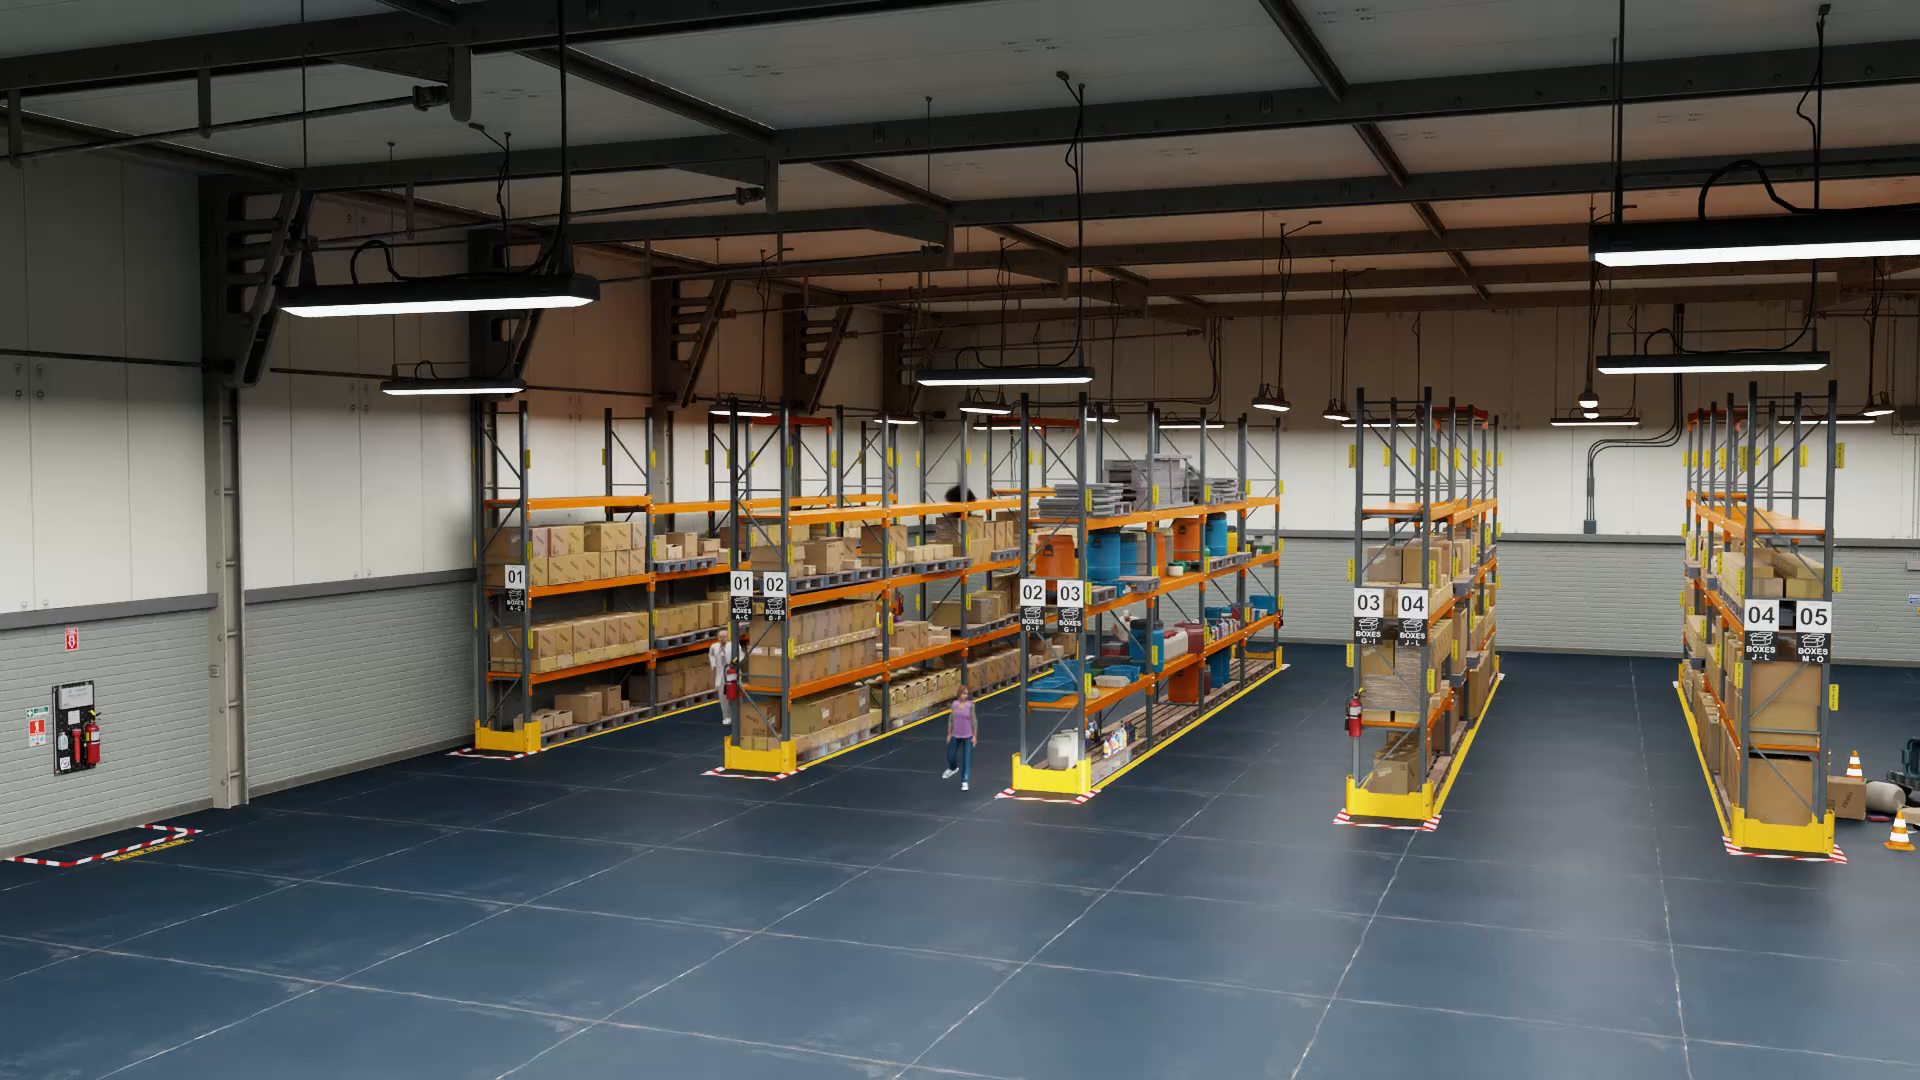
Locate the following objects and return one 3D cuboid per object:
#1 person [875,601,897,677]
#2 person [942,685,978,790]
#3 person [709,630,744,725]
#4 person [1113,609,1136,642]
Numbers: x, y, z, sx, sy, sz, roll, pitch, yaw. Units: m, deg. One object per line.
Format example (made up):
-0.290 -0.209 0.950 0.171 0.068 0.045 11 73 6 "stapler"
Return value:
-1.765 2.269 38.072 0.689 1.754 0.683 1 3 15 "person"
-0.006 2.982 25.263 0.602 1.559 0.536 1 3 11 "person"
-4.426 2.572 31.490 0.719 1.754 0.942 0 3 5 "person"
3.927 2.363 39.330 0.625 1.489 0.843 0 3 9 "person"
